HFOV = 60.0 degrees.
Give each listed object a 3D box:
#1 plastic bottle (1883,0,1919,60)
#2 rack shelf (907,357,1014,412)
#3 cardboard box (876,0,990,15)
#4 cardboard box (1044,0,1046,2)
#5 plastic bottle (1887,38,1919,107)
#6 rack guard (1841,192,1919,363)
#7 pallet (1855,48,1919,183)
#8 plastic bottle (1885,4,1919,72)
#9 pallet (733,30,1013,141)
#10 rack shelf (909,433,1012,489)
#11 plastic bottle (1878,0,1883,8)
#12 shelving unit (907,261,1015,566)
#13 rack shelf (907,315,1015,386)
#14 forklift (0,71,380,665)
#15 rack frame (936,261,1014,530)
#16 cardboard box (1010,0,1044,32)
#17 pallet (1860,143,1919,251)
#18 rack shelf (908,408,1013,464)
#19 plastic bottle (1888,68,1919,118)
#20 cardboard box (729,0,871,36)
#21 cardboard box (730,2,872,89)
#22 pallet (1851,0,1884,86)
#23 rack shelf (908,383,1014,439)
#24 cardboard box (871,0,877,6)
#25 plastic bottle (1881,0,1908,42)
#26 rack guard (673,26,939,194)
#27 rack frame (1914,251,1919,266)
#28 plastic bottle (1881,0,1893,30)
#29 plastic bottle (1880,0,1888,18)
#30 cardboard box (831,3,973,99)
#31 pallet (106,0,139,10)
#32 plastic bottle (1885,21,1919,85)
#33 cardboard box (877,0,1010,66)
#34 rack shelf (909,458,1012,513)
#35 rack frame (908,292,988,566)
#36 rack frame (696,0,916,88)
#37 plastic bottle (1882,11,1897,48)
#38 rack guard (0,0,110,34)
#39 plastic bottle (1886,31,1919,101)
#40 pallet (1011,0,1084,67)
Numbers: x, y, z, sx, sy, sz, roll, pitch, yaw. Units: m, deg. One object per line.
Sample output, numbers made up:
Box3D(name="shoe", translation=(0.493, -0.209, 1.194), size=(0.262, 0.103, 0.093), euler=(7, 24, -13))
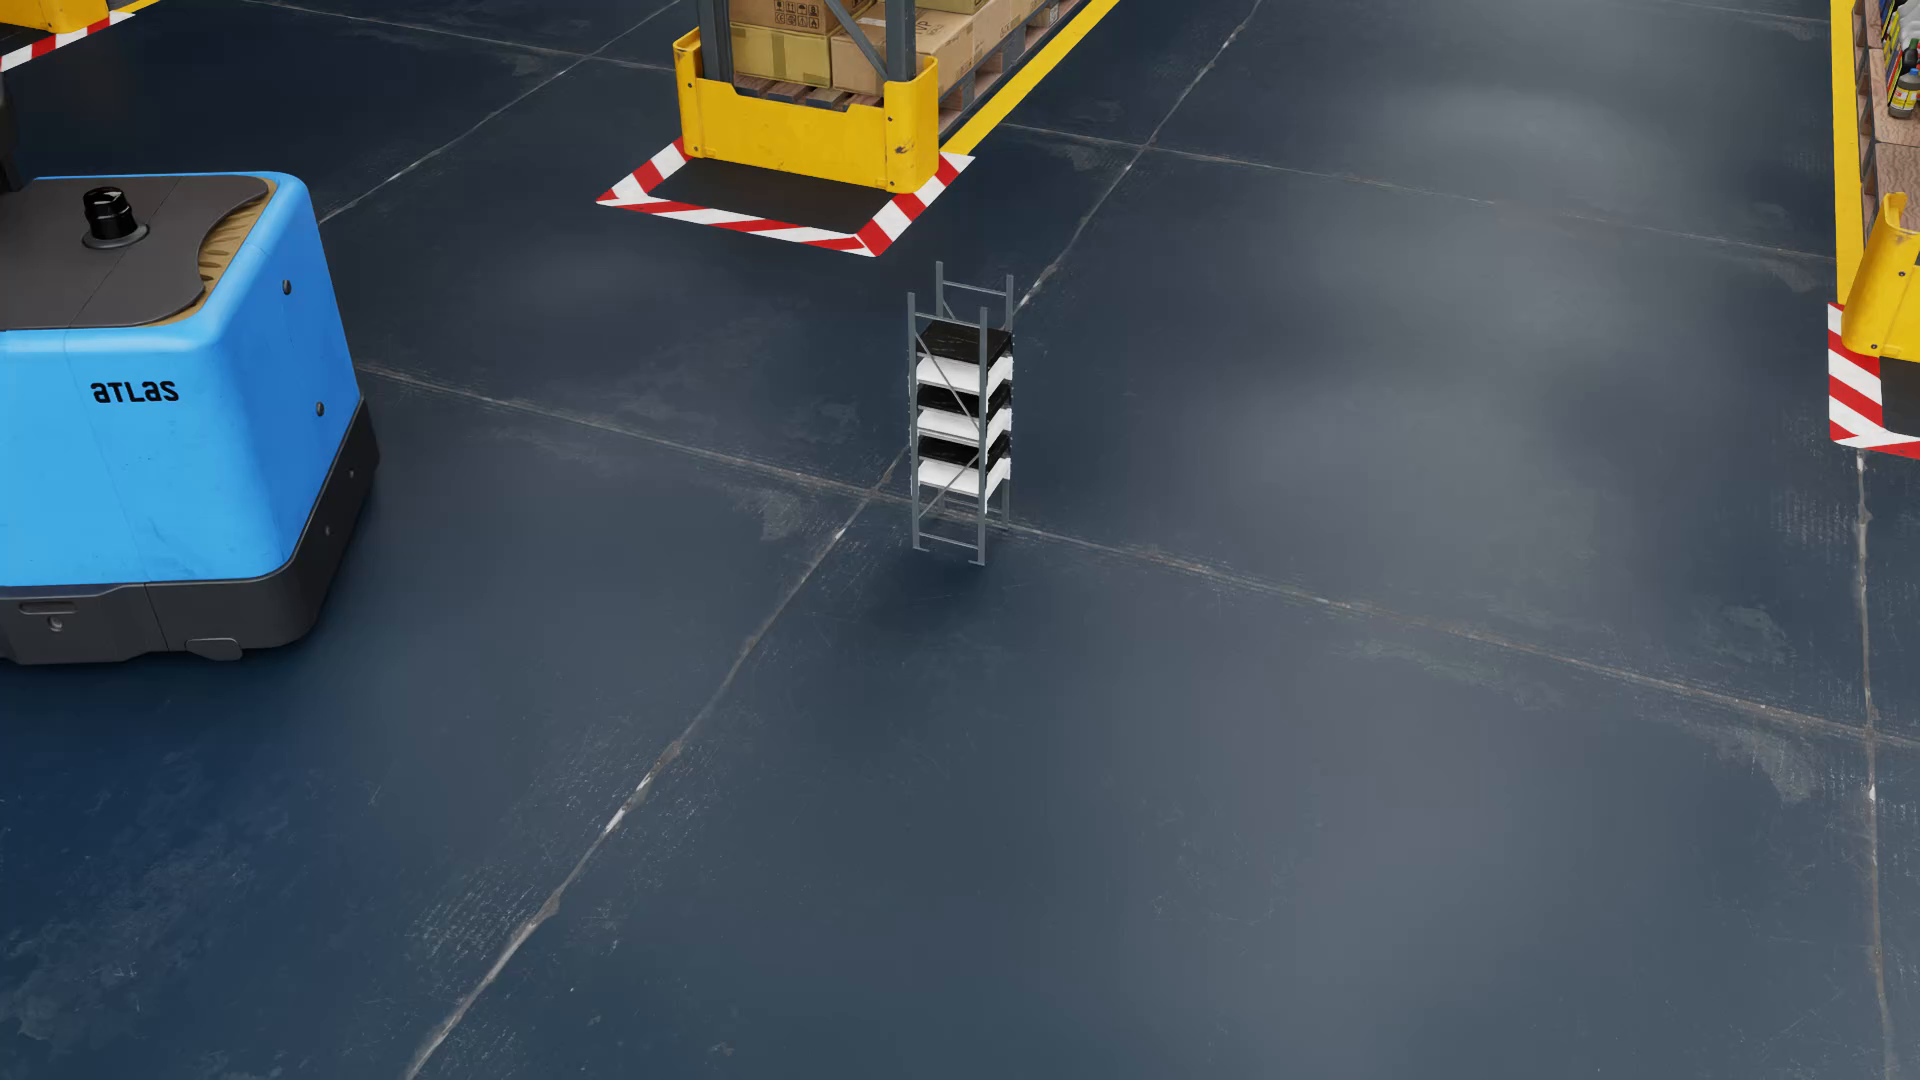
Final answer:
Box3D(name="plastic bottle", translation=(4.504, -2.453, 7.872), size=(0.144, 0.351, 0.185), euler=(14, 39, 17))
Box3D(name="rack shelf", translation=(0.003, -0.482, 4.899), size=(0.258, 0.077, 0.200), euler=(14, 39, 18))
Box3D(name="cardboard box", translation=(-0.075, -2.837, 7.859), size=(0.500, 0.500, 0.500), euler=(14, 39, 18))
Box3D(name="cardboard box", translation=(0.309, -3.089, 8.823), size=(0.500, 0.250, 0.500), euler=(14, 39, 18))
Box3D(name="plastic bottle", translation=(4.227, -2.089, 7.441), size=(0.061, 0.283, 0.133), euler=(15, 39, 19))
Box3D(name="rack guard", translation=(3.892, -0.867, 5.992), size=(1.175, 0.500, 0.348), euler=(14, 39, 18))
Box3D(name="pallet", translation=(4.672, -1.873, 7.580), size=(1.003, 0.211, 1.213), euler=(14, 39, 18))
Box3D(name="plastic bottle", translation=(4.433, -2.350, 7.734), size=(0.144, 0.351, 0.185), euler=(15, 39, 20))
Box3D(name="pallet", translation=(-0.421, -2.262, 8.100), size=(1.003, 0.211, 1.213), euler=(14, 39, 18))
Box3D(name="rack shelf", translation=(0.003, -0.266, 5.060), size=(0.258, 0.077, 0.200), euler=(14, 39, 18))
Box3D(name="plastic bottle", translation=(4.804, -2.854, 8.470), size=(0.152, 0.276, 0.135), euler=(15, 39, 19))
Box3D(name="shelving unit", translation=(0.003, -0.365, 4.987), size=(0.258, 0.900, 0.210), euler=(14, 39, 18))
Box3D(name="rack shelf", translation=(0.003, -0.555, 4.845), size=(0.258, 0.077, 0.200), euler=(14, 39, 18))
Box3D(name="forklift", translation=(-3.402, -1.076, 4.242), size=(3.031, 2.935, 1.130), euler=(-2, 37, -3))
Box3D(name="rack frame", translation=(0.042, -0.421, 5.062), size=(0.240, 0.900, 0.006), euler=(14, 39, 18))
Box3D(name="cardboard box", translation=(0.114, -2.813, 8.454), size=(0.500, 0.250, 0.500), euler=(14, 39, 18))
Box3D(name="pallet", translation=(4.206, -1.200, 6.679), size=(1.003, 0.211, 1.213), euler=(14, 39, 18))
Box3D(name="rack shelf", translation=(0.003, -0.338, 5.007), size=(0.258, 0.077, 0.200), euler=(14, 39, 18))
Box3D(name="plastic bottle", translation=(4.200, -1.988, 7.374), size=(0.097, 0.201, 0.097), euler=(0, 37, 0))
Box3D(name="cardboard box", translation=(-0.744, -2.678, 7.647), size=(0.500, 0.500, 0.500), euler=(14, 39, 18))
Box3D(name="cardboard box", translation=(-0.742, -2.377, 7.871), size=(0.500, 0.250, 0.500), euler=(14, 39, 18))
Box3D(name="pallet", translation=(5.134, -2.551, 8.486), size=(1.003, 0.211, 1.213), euler=(14, 39, 18))
Box3D(name="rack shelf", translation=(0.003, -0.410, 4.953), size=(0.258, 0.077, 0.200), euler=(14, 39, 18))
Box3D(name="cardboard box", translation=(-0.563, -2.657, 8.245), size=(0.500, 0.250, 0.500), euler=(14, 39, 18))
Box3D(name="plastic bottle", translation=(4.564, -2.580, 8.097), size=(0.061, 0.283, 0.133), euler=(16, 40, 20))
Box3D(name="rack guard", translation=(-0.682, -1.931, 7.416), size=(1.175, 0.500, 0.348), euler=(14, 39, 18))
Box3D(name="rack frame", translation=(3.906, -1.816, 5.173), size=(1.000, 3.000, 0.127), euler=(14, 39, 18))
Box3D(name="plastic bottle", translation=(4.666, -2.688, 8.186), size=(0.144, 0.351, 0.185), euler=(12, 38, 16))
Box3D(name="plastic bottle", translation=(4.738, -2.793, 8.326), size=(0.144, 0.351, 0.185), euler=(15, 39, 19))
Box3D(name="cardboard box", translation=(-0.263, -2.259, 7.713), size=(0.500, 0.250, 0.500), euler=(14, 39, 18))
Box3D(name="pallet", translation=(-4.885, -3.439, 9.675), size=(1.003, 0.211, 1.213), euler=(14, 39, 18))
Box3D(name="plastic bottle", translation=(4.374, -2.228, 7.632), size=(0.152, 0.276, 0.135), euler=(13, 39, 16))
Box3D(name="cardboard box", translation=(-0.076, -2.537, 8.084), size=(0.500, 0.250, 0.500), euler=(14, 39, 18))
Box3D(name="rack shelf", translation=(0.003, -0.194, 5.114), size=(0.258, 0.077, 0.200), euler=(14, 39, 18))
Box3D(name="rack frame", translation=(-0.036, -0.309, 4.911), size=(0.240, 0.900, 0.006), euler=(14, 39, 18))
Box3D(name="rack frame", translation=(-0.673, -2.946, 6.686), size=(1.000, 3.000, 0.127), euler=(14, 39, 18))
Box3D(name="plastic bottle", translation=(4.536, -2.477, 8.029), size=(0.097, 0.201, 0.097), euler=(0, 37, 0))
Box3D(name="rack guard", translation=(-5.227, -3.113, 8.997), size=(1.175, 0.500, 0.348), euler=(14, 39, 18))
Box3D(name="plastic bottle", translation=(4.321, -2.151, 7.530), size=(0.152, 0.276, 0.135), euler=(14, 39, 18))
Box3D(name="pallet", translation=(0.045, -2.935, 9.000), size=(1.003, 0.211, 1.213), euler=(14, 39, 18))
